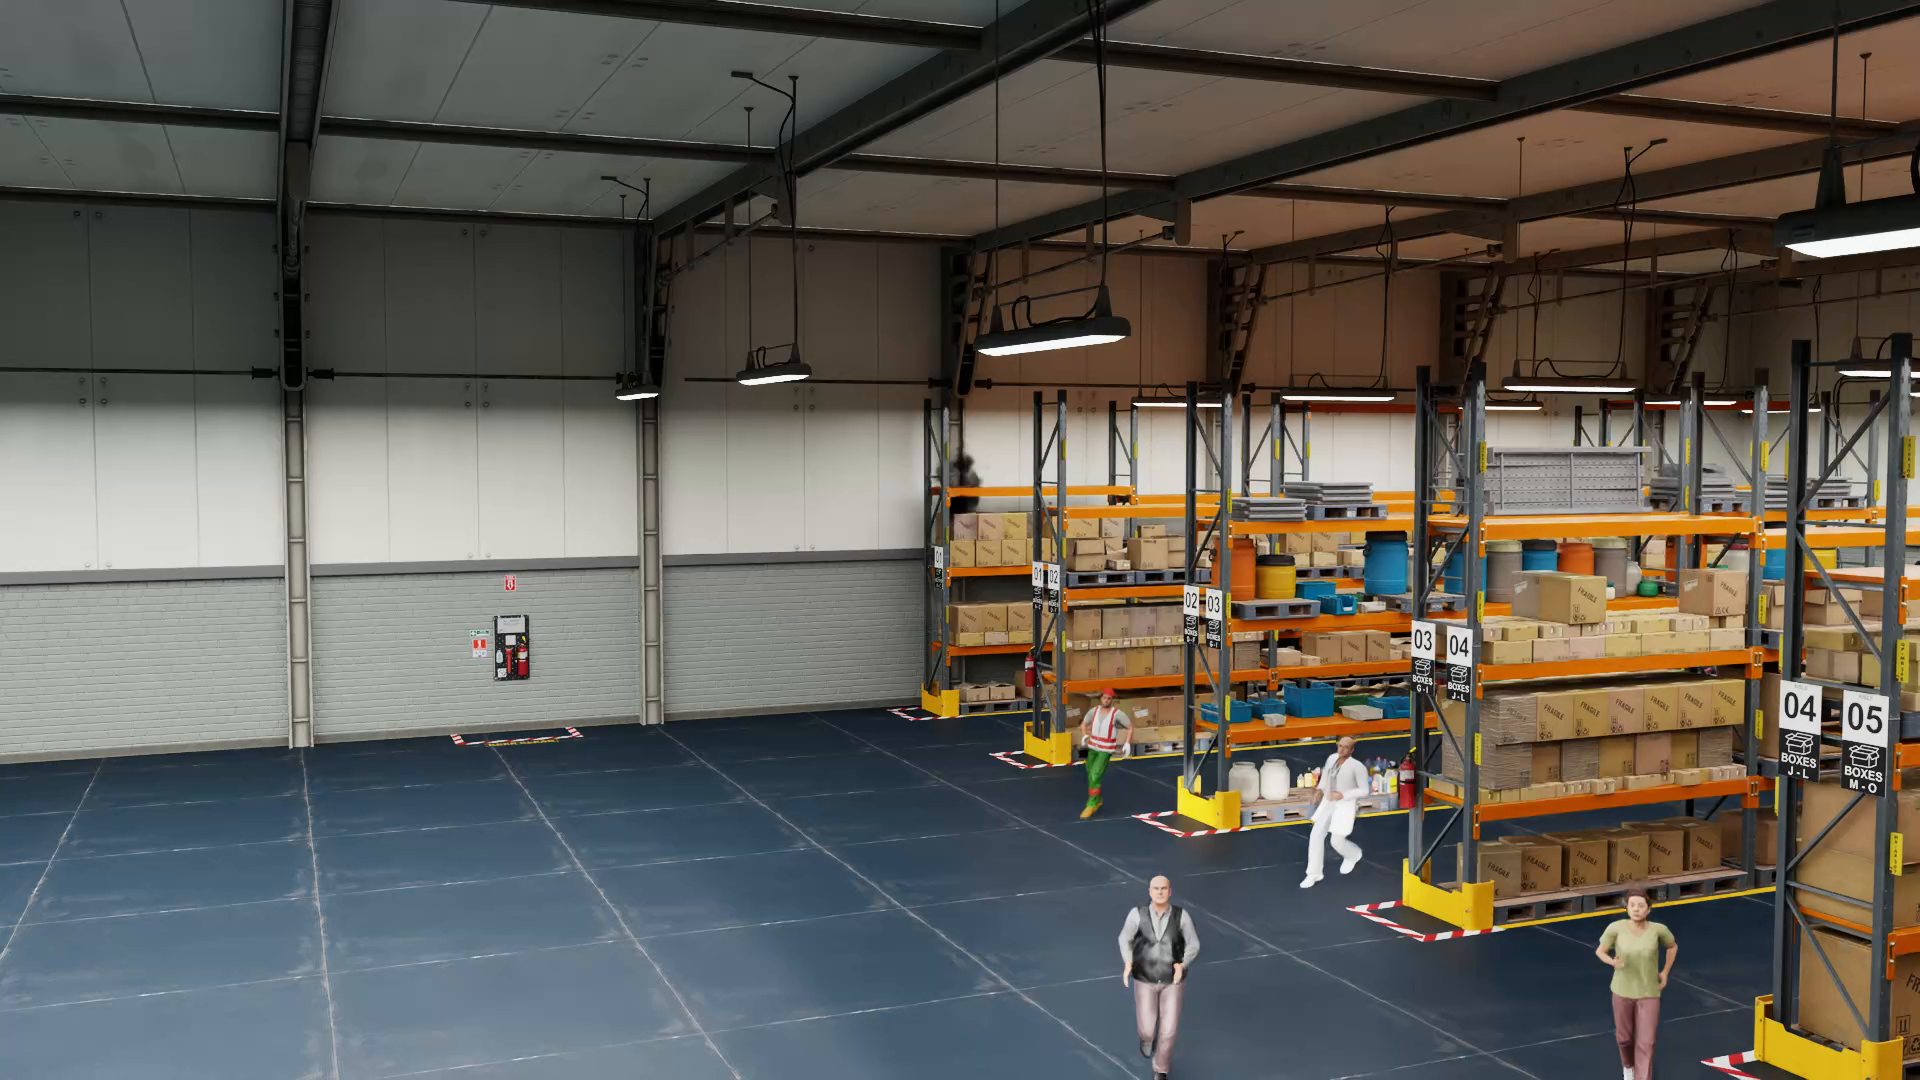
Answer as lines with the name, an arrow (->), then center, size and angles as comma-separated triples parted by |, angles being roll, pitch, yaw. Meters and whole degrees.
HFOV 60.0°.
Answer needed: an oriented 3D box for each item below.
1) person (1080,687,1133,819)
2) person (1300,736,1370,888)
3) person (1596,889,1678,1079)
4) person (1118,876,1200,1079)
person -> 1.964, 2.926, 22.956 | 0.735, 1.787, 0.708 | 2, 4, 36
person -> 4.458, 3.166, 19.398 | 0.959, 1.782, 0.750 | -3, 4, -41
person -> 5.232, 3.531, 12.906 | 0.580, 1.658, 0.951 | 2, 4, 27
person -> 1.606, 3.545, 13.417 | 0.660, 1.680, 0.585 | 0, 3, 6
